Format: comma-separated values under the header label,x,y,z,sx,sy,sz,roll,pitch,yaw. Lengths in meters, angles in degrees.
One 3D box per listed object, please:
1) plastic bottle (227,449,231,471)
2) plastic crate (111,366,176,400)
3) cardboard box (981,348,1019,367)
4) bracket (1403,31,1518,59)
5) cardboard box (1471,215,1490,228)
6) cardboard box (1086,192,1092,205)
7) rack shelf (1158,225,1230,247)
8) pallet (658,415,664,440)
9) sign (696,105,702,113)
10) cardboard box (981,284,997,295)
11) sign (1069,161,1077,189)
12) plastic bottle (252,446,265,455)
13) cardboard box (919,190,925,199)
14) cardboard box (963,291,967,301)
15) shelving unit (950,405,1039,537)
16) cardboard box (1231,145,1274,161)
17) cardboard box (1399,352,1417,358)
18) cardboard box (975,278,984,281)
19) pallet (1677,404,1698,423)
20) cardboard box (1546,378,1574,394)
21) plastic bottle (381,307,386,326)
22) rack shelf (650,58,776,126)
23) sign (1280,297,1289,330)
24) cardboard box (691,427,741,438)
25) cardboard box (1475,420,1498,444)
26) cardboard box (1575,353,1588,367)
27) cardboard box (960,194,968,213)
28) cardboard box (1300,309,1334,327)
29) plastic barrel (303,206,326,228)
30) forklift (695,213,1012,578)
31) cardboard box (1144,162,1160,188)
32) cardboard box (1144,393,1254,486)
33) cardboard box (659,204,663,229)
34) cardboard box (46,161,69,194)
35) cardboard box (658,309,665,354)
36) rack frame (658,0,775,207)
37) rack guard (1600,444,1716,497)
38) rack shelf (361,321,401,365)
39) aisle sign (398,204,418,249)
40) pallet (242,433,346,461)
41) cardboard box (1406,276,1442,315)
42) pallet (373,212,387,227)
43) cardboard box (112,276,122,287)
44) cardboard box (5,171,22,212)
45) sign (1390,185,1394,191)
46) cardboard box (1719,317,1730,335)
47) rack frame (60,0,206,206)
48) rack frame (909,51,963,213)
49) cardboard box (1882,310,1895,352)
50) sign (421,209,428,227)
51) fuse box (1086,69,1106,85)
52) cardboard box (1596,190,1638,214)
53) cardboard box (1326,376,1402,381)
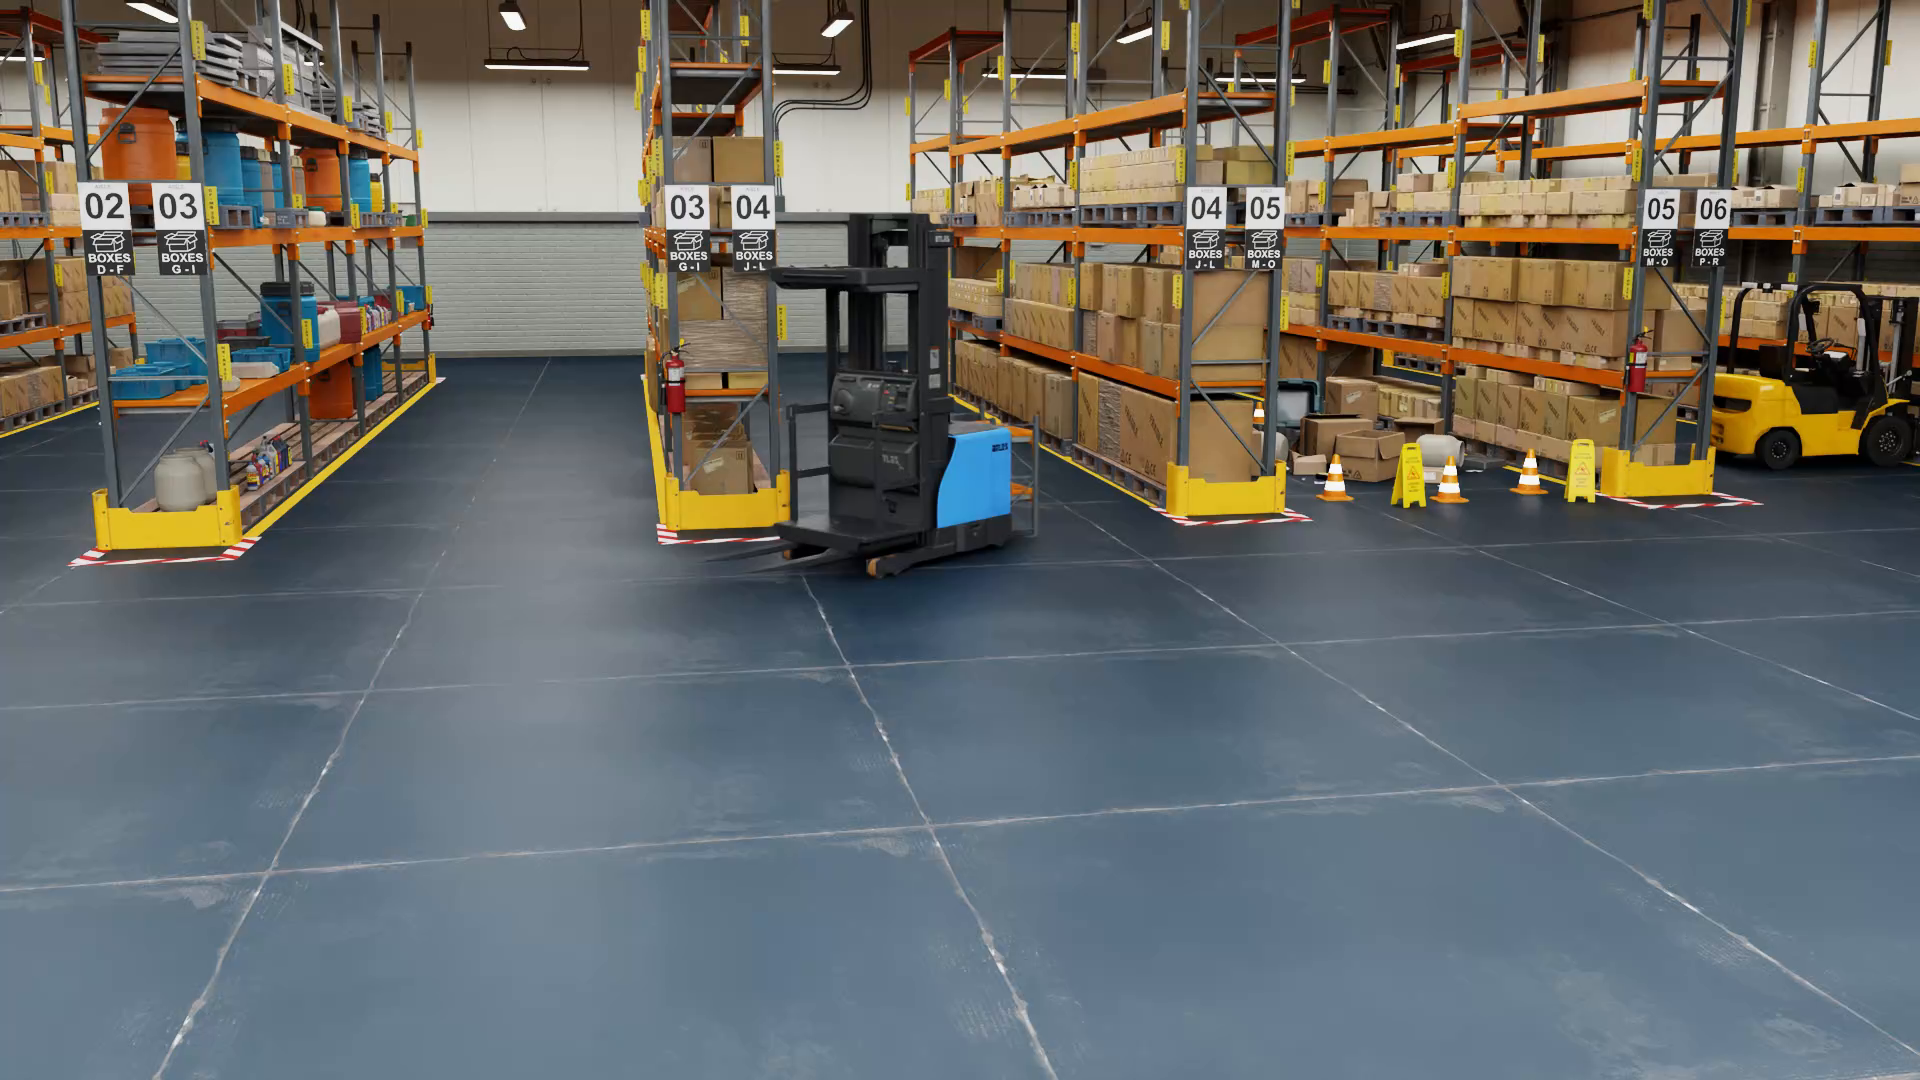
label,x,y,z,sx,sy,sz,roll,pitch,yaw
plastic bottle,-7.962,-0.913,17.931,0.144,0.351,0.185,-2,11,-11
plastic crate,-7.466,-1.430,15.138,0.499,0.251,0.616,-2,11,-11
cardboard box,0.613,-2.786,25.423,0.500,0.250,0.500,-2,11,-10
bracket,9.857,-9.756,32.815,0.076,0.066,4.783,-2,11,-11
cardboard box,6.539,-3.930,20.526,0.380,0.149,0.250,-2,11,-11
cardboard box,1.680,-3.977,19.380,0.380,0.149,0.250,-2,11,-11
rack shelf,4.781,-5.650,30.816,1.077,0.370,4.000,-2,11,-11
pallet,-3.622,-1.556,22.862,1.003,0.211,1.213,-2,11,-11
sign,-4.794,-7.999,30.498,0.100,0.325,0.005,-2,11,-11
cardboard box,0.520,-3.726,24.760,0.380,0.149,0.250,-2,11,-12
sign,1.360,-4.358,19.879,0.100,0.325,0.005,-2,11,-11
plastic bottle,-7.548,-0.881,17.964,0.152,0.276,0.135,-2,11,-11
cardboard box,-0.545,-6.328,30.449,0.380,0.149,0.250,-2,11,-10
cardboard box,0.266,-3.818,26.041,0.380,0.149,0.250,-2,11,-12
shelving unit,0.253,-0.653,15.674,0.538,1.125,1.048,-6,12,-28
cardboard box,2.915,-3.834,16.498,0.380,0.149,0.250,-2,11,-10
cardboard box,9.286,-3.943,33.495,0.797,0.503,0.637,-3,11,-13
cardboard box,0.485,-4.260,28.547,0.500,0.500,0.500,-2,11,-12
pallet,11.172,-1.866,24.487,1.003,0.211,1.213,-2,11,-11
cardboard box,6.909,-1.754,18.932,0.380,0.149,0.250,-2,11,-10
plastic bottle,-8.926,-3.464,25.741,0.061,0.283,0.133,-2,11,-11
rack shelf,-2.606,-4.561,17.079,1.077,0.370,4.000,-2,11,-11
sign,3.214,-2.247,16.508,0.100,0.325,0.005,-2,11,-11
cardboard box,-2.575,-0.920,17.621,0.500,0.500,0.500,-1,11,-6
cardboard box,6.691,-1.336,20.479,0.500,0.250,0.500,-1,11,-8
cardboard box,7.034,-1.990,18.356,0.380,0.149,0.250,-2,11,-12
cardboard box,0.299,-5.432,26.860,0.500,0.311,0.500,-2,11,-12
cardboard box,5.595,-3.439,25.700,0.500,0.250,0.500,-3,11,-13
plastic barrel,-8.155,-4.070,20.960,0.301,0.262,0.301,0,11,0
forklift,-0.869,-1.231,13.879,1.130,2.935,3.031,9,14,39
cardboard box,2.202,-3.737,17.053,0.500,0.250,0.500,-2,11,-11
cardboard box,2.471,-1.049,17.296,0.875,0.875,0.875,-2,11,-11
cardboard box,-2.854,-3.359,17.255,0.500,0.250,0.500,-2,11,-12
cardboard box,-14.359,-5.642,25.907,0.700,0.500,0.500,-2,11,-11
cardboard box,-2.905,-2.353,18.529,0.875,0.500,0.500,-2,11,-11
rack frame,-2.217,-4.549,15.085,1.000,3.000,0.127,-2,11,-11
rack guard,7.489,-0.749,17.846,1.175,0.500,0.348,-2,11,-11
rack shelf,-9.020,-2.903,24.403,1.077,0.370,4.000,-2,11,-11
aisle sign,-9.914,-5.658,29.999,0.394,0.787,0.004,-2,11,-11
pallet,-8.285,-1.153,20.742,1.003,0.211,1.213,-2,11,-11
cardboard box,6.313,-3.265,22.196,0.500,0.500,0.500,-2,11,-11
pallet,-8.937,-4.656,24.171,1.003,0.211,1.213,-2,11,-11
cardboard box,-14.591,-4.553,28.208,0.500,0.500,0.500,-2,11,-9
cardboard box,-14.243,-5.127,24.482,0.600,0.600,0.600,-3,11,-16
sign,6.480,-5.177,25.021,0.100,0.325,0.005,-2,11,-11
cardboard box,11.070,-3.071,23.763,0.500,0.250,0.500,-2,11,-11
rack frame,-7.075,-4.369,14.138,1.000,3.000,0.127,-2,11,-11
rack frame,-0.444,-7.646,31.353,1.000,3.000,0.127,-2,11,-11
cardboard box,11.718,-2.555,20.383,0.500,0.500,0.500,-2,11,-11
sign,-9.651,-5.802,29.967,0.100,0.325,0.005,-2,11,-11
fuse box,3.029,-10.435,37.451,0.513,0.334,0.176,-2,11,-11
cardboard box,7.140,-3.593,17.686,0.500,0.250,0.500,-2,11,-12
cardboard box,6.048,-2.241,24.908,0.950,0.372,0.625,-3,11,-15
